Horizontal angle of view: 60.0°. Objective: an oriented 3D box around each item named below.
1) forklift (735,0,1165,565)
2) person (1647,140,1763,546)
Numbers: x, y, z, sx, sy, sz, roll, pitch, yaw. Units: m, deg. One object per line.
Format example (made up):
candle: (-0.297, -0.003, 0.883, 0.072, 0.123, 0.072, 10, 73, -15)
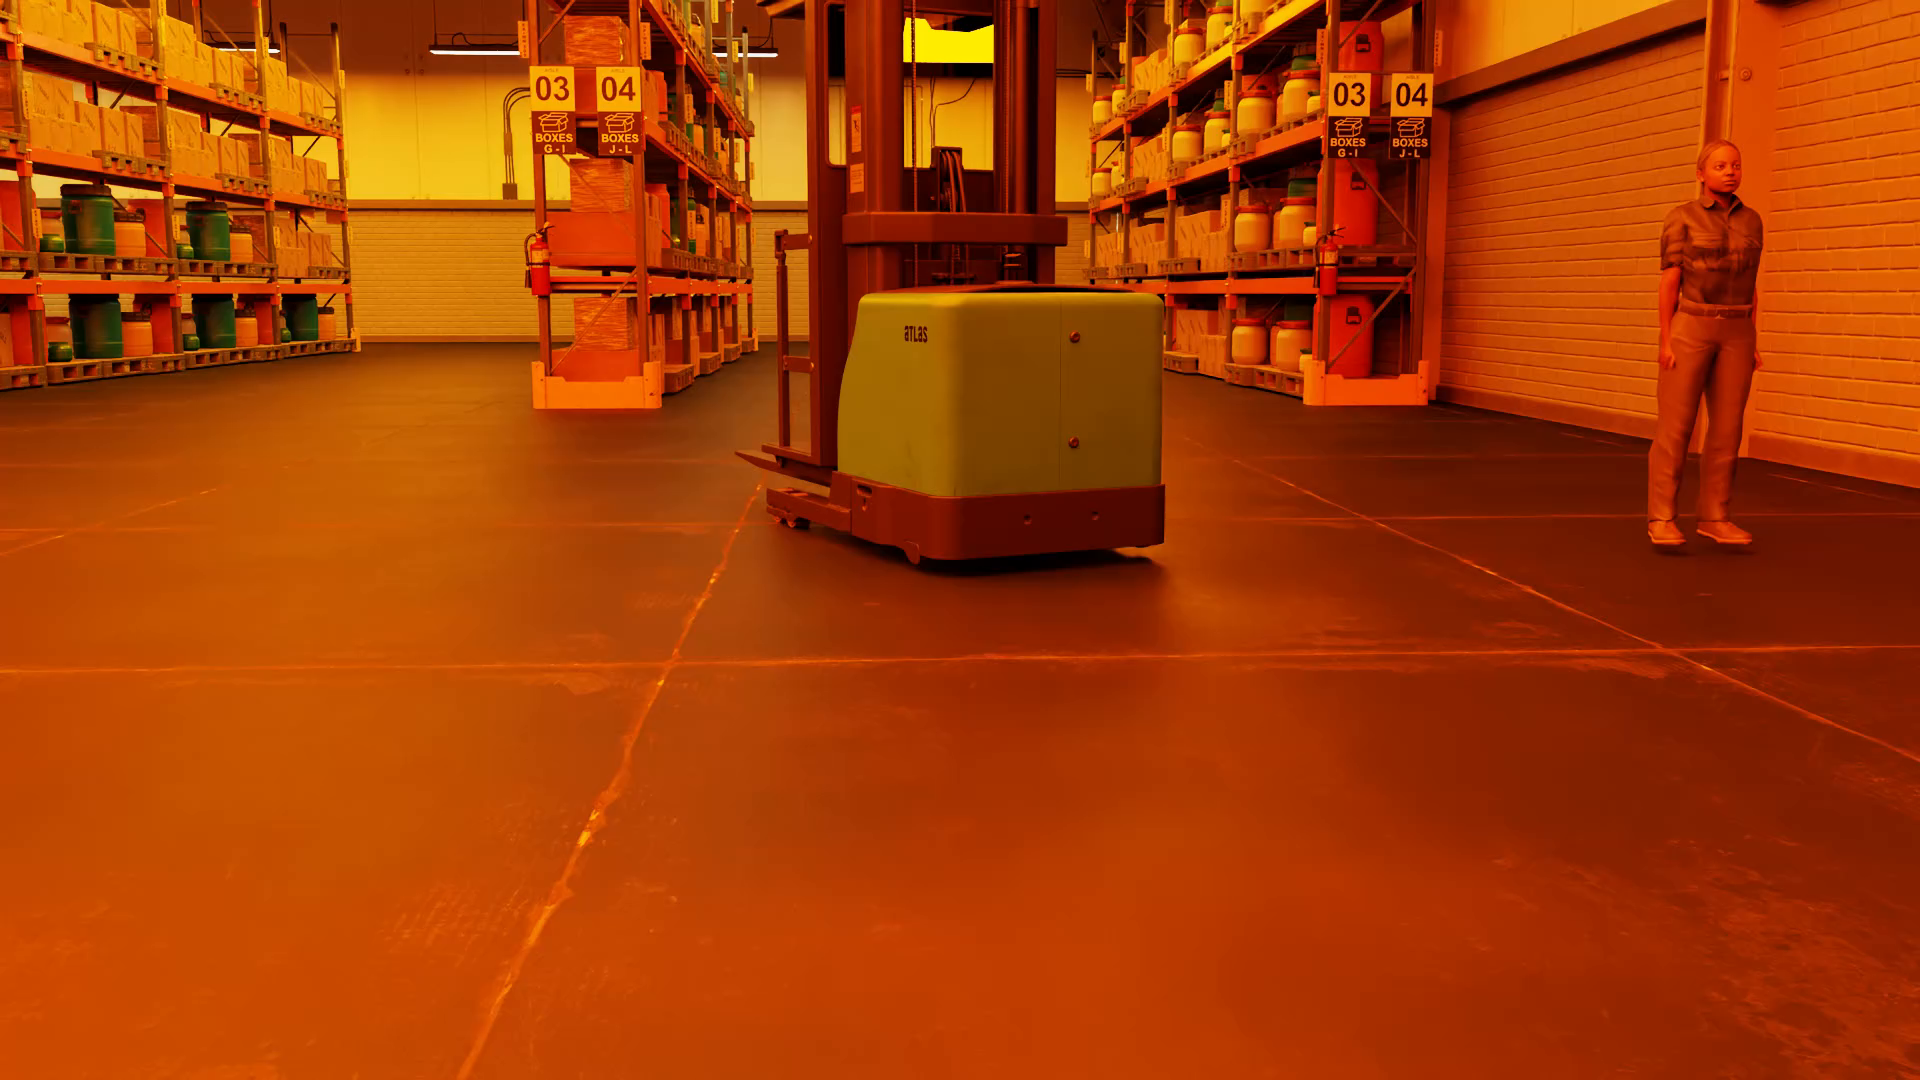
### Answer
forklift: (-0.264, -1.530, 7.637, 1.130, 2.935, 3.031, -4, 9, -25)
person: (3.102, -0.812, 6.883, 0.446, 1.659, 0.337, -1, 8, -4)
